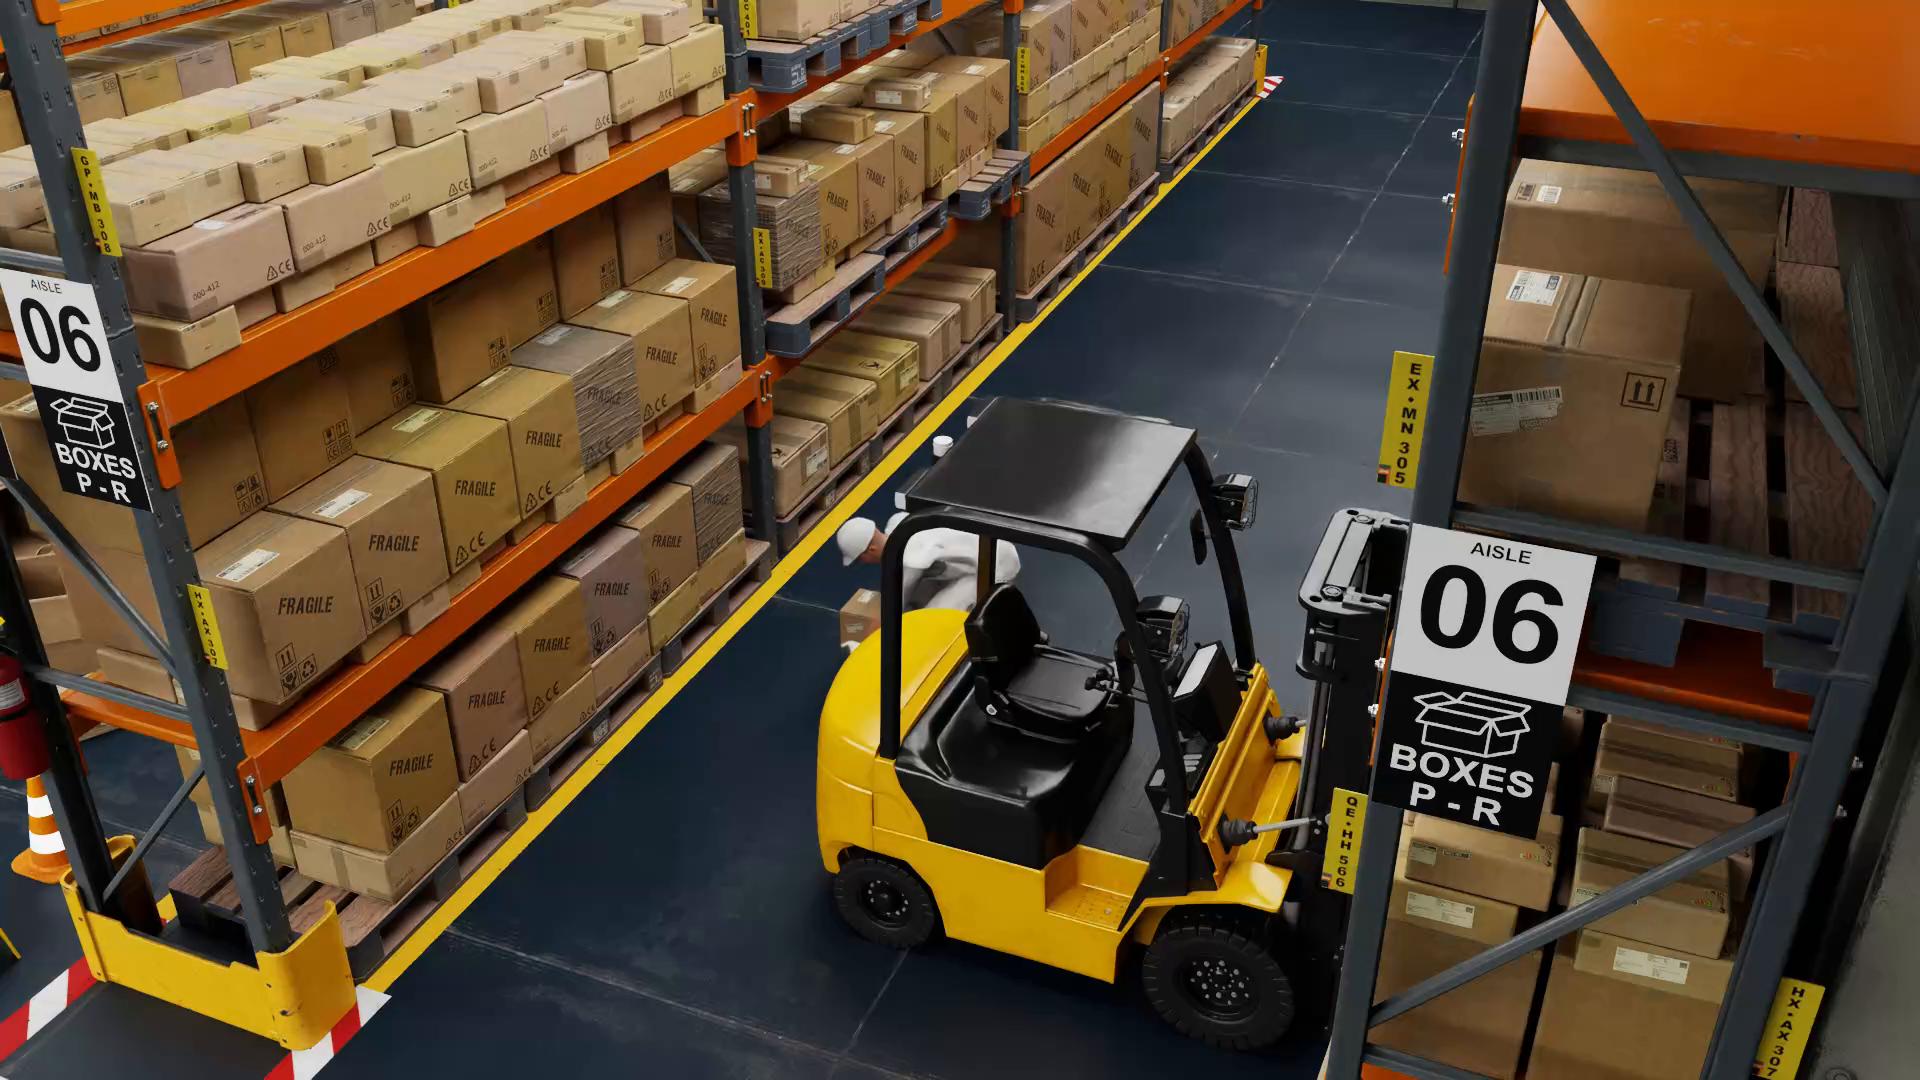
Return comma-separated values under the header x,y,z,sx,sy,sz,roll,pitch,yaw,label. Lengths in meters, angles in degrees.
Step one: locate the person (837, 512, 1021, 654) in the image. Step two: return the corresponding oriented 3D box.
x,y,z,sx,sy,sz,roll,pitch,yaw,label
-0.162,0.286,8.696,0.947,0.978,0.534,-4,30,-8,person
